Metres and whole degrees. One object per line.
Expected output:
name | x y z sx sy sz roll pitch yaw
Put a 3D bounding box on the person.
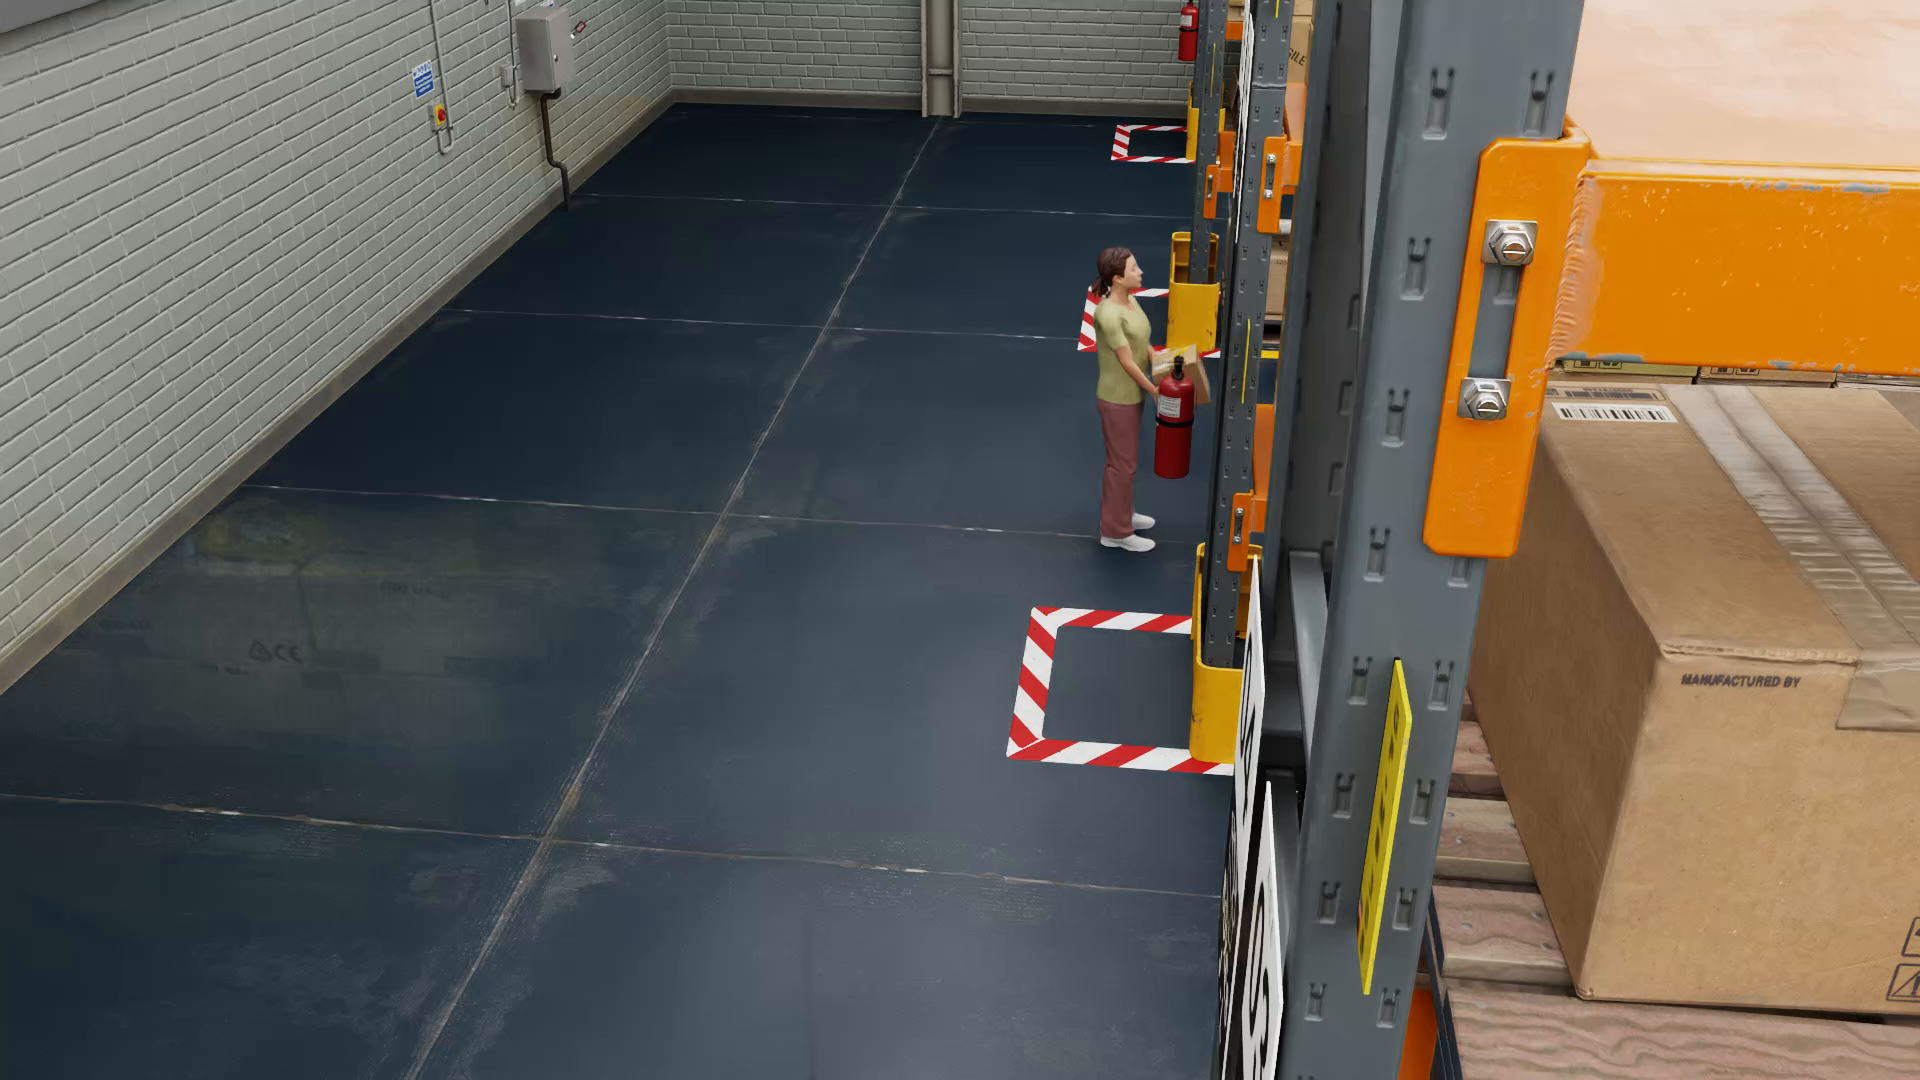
person | 0.940 -0.773 9.048 0.529 1.675 0.447 10 30 17
